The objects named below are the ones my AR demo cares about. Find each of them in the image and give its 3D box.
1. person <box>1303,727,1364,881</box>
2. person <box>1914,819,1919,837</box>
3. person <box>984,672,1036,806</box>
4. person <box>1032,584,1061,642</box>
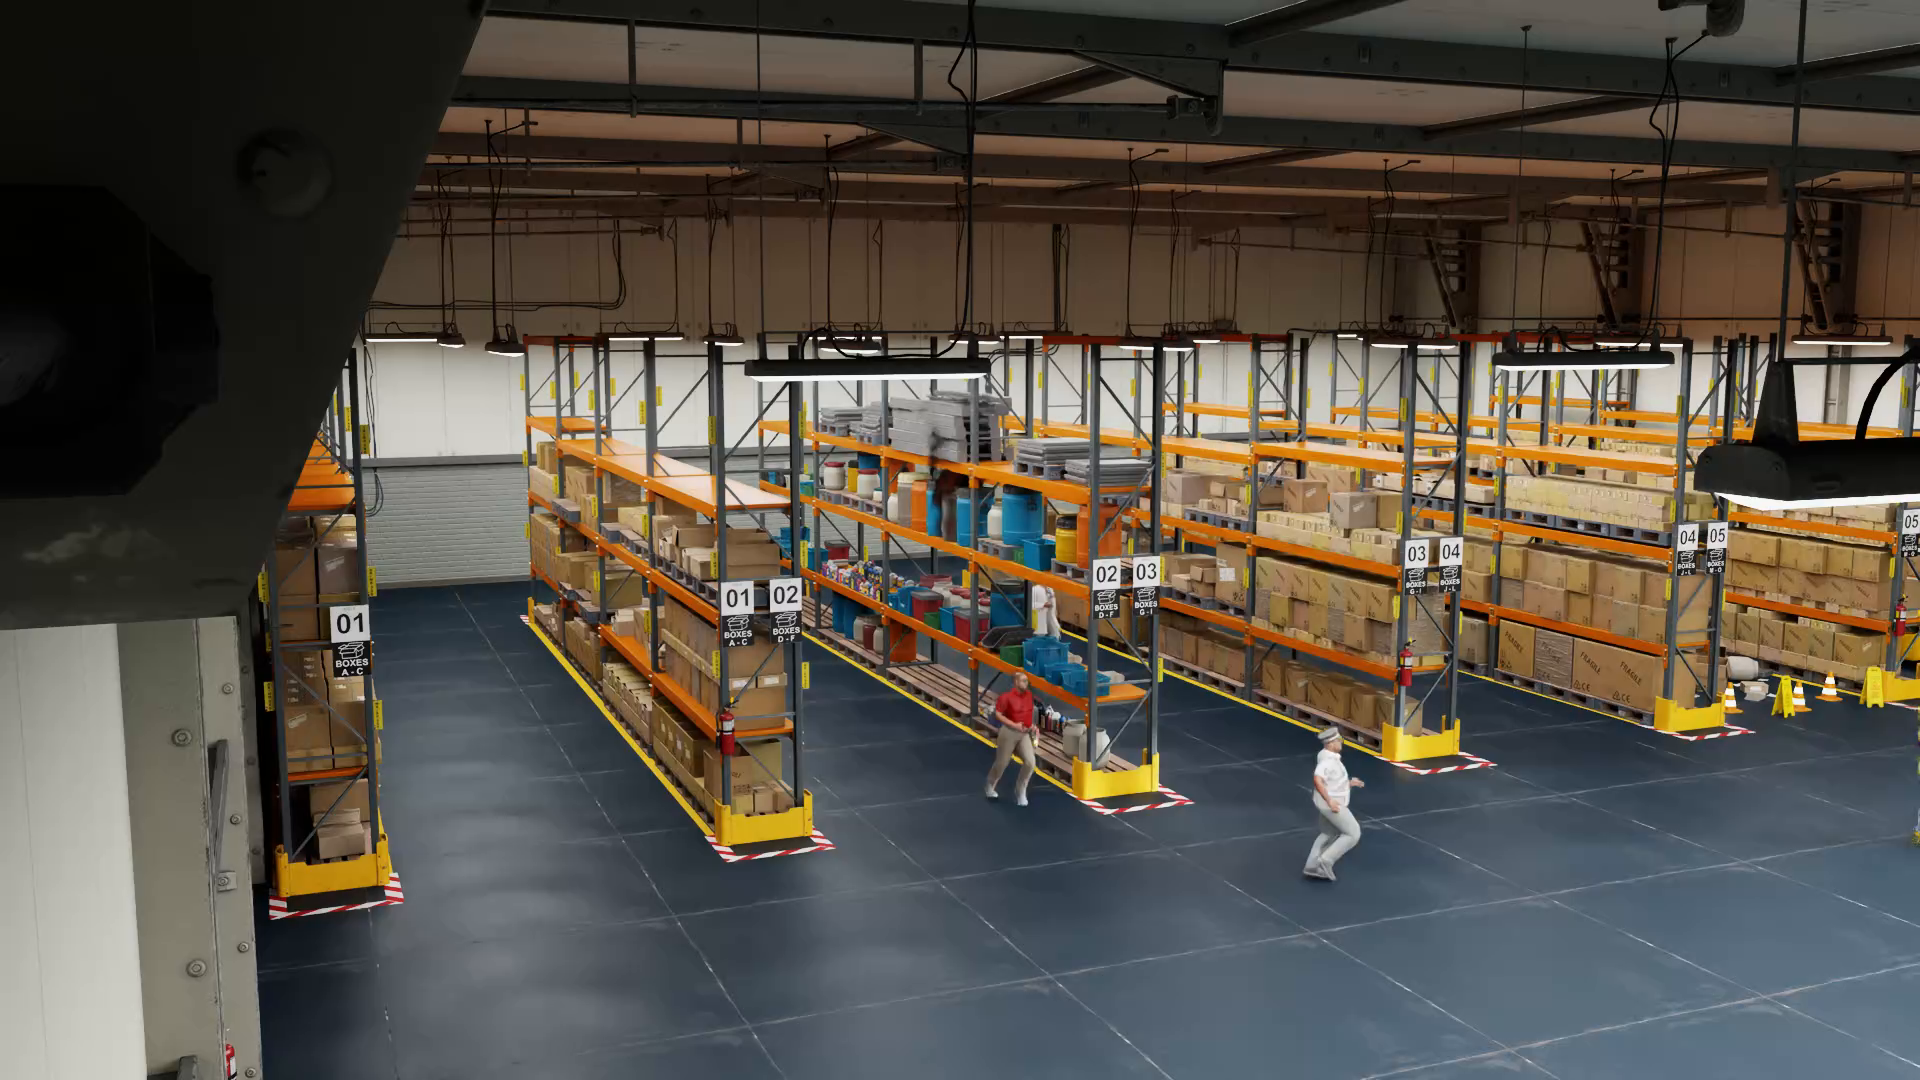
[{"bbox_3d":[4.237,2.971,18.766,0.659,1.754,0.647,0,8,-1],"label":"person"},{"bbox_3d":[11.909,2.824,19.899,0.770,1.831,0.672,0,8,3],"label":"person"},{"bbox_3d":[0.739,2.614,21.866,0.715,1.797,0.707,-5,9,-34],"label":"person"},{"bbox_3d":[1.561,1.453,30.079,0.687,1.770,0.714,-4,9,-30],"label":"person"}]
